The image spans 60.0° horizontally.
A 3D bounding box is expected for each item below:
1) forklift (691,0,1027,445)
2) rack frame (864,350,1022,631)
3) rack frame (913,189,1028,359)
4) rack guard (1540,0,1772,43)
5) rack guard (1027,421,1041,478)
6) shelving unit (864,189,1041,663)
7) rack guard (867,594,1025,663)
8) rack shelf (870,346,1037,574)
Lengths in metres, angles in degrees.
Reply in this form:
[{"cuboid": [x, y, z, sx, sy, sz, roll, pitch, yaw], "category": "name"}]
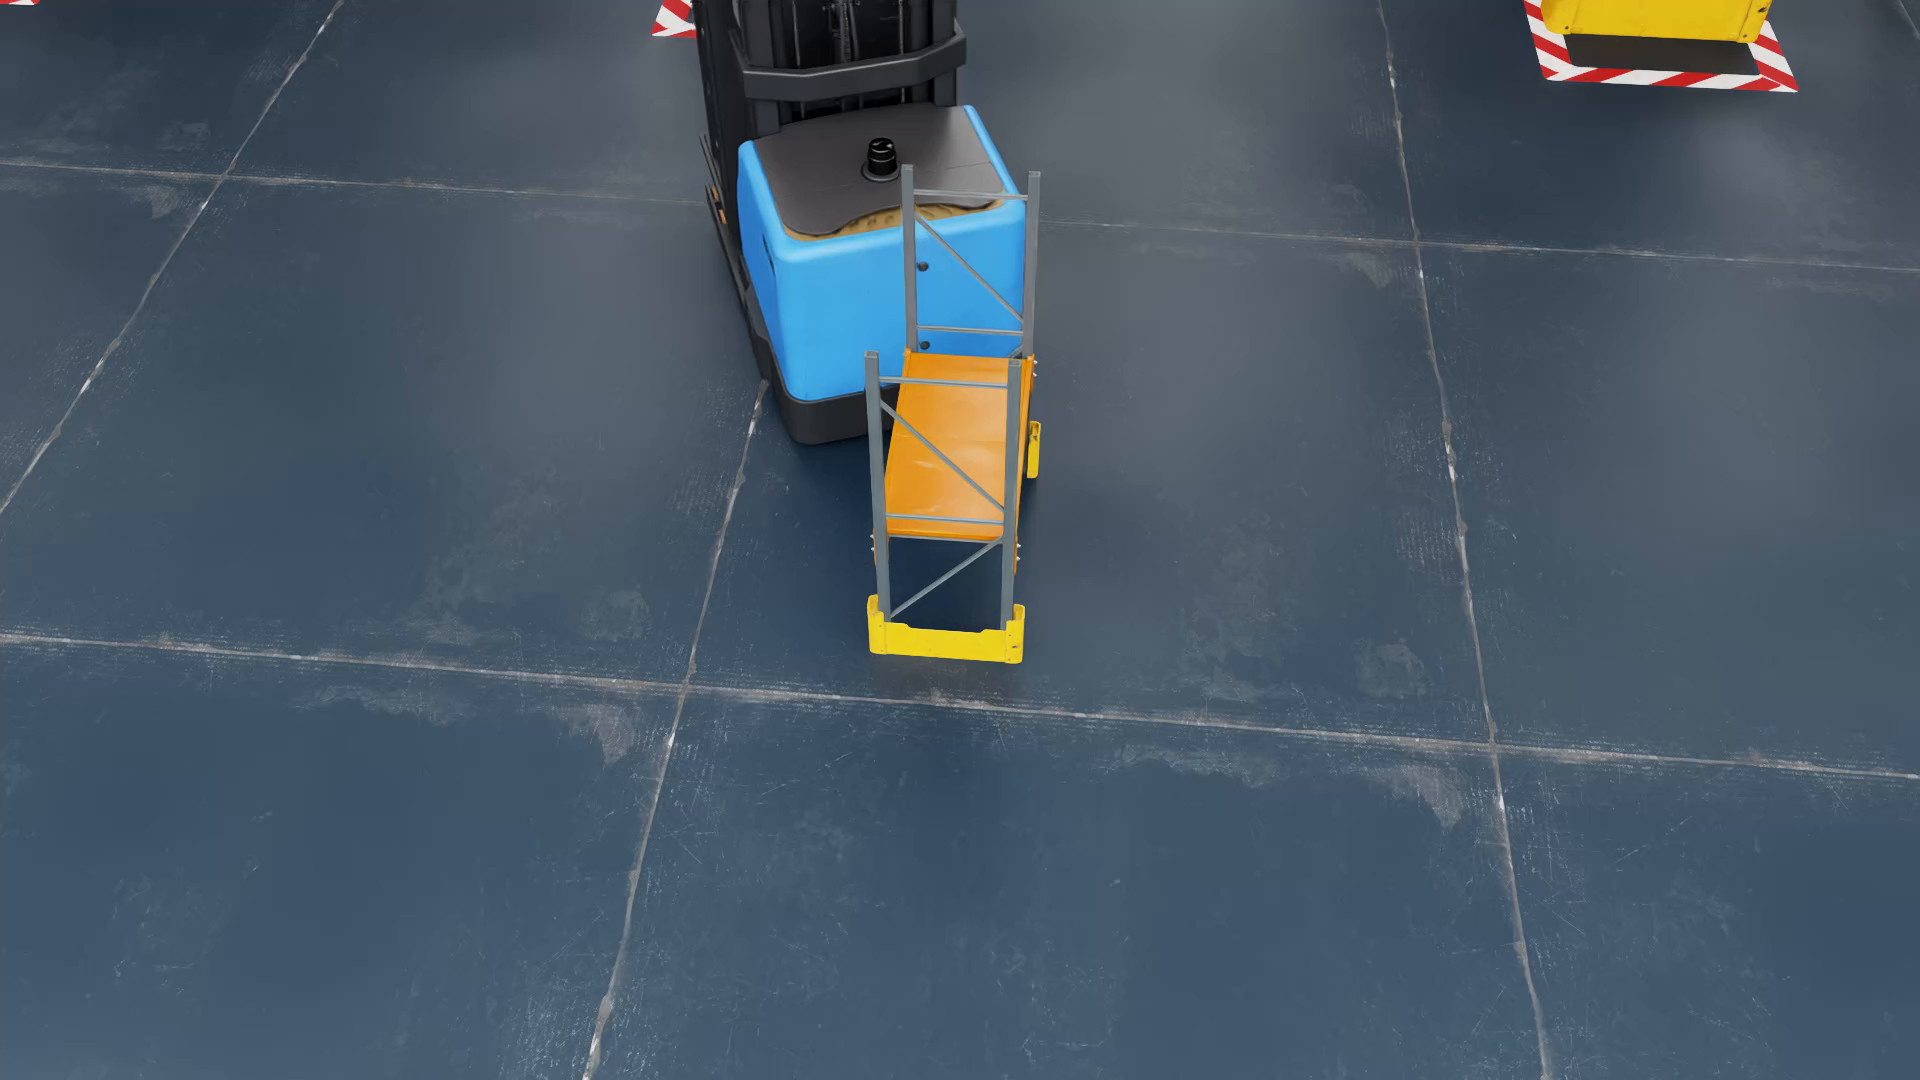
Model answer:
[{"cuboid": [-0.620, -2.506, 7.082, 1.130, 2.935, 3.031, -12, 49, -11], "category": "forklift"}, {"cuboid": [-0.054, -0.070, 5.824, 0.500, 1.500, 0.032, 4, 48, 4], "category": "rack frame"}, {"cuboid": [0.040, -0.817, 6.507, 0.475, 1.308, 0.013, 4, 48, 4], "category": "rack frame"}, {"cuboid": [3.916, -3.118, 9.289, 1.175, 0.500, 0.348, 4, 48, 4], "category": "rack guard"}, {"cuboid": [0.038, -0.394, 6.967, 0.587, 0.250, 0.087, 4, 48, 4], "category": "rack guard"}, {"cuboid": [-0.007, -0.450, 6.171, 0.587, 1.500, 1.083, 4, 48, 4], "category": "shelving unit"}, {"cuboid": [-0.052, 0.338, 6.298, 0.587, 0.250, 0.087, 4, 48, 4], "category": "rack guard"}, {"cuboid": [-0.008, -0.322, 6.298, 0.538, 0.185, 1.000, 4, 48, 4], "category": "rack shelf"}]
